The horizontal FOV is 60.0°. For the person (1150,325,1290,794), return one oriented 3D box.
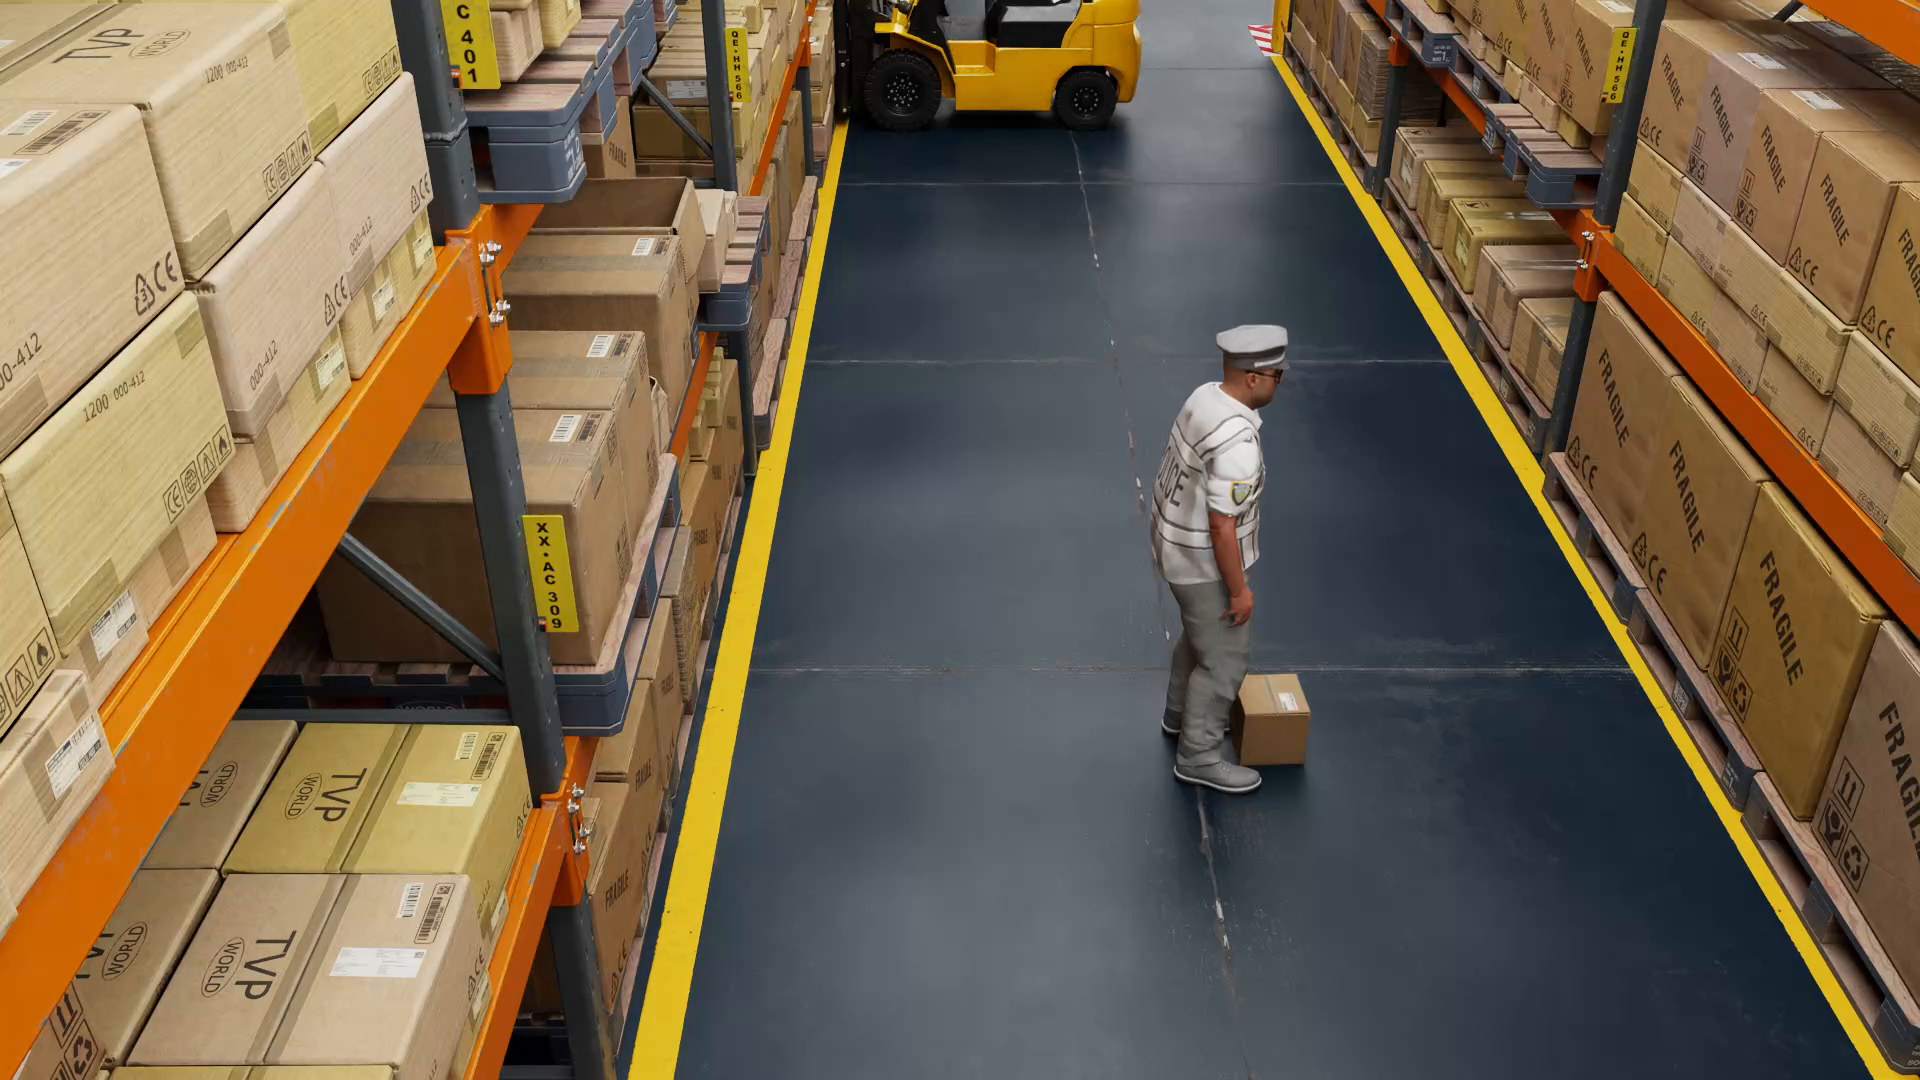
[{"bbox_3d":[0.913,0.059,6.030,0.437,1.747,0.601,-2,31,-3],"label":"person"}]
